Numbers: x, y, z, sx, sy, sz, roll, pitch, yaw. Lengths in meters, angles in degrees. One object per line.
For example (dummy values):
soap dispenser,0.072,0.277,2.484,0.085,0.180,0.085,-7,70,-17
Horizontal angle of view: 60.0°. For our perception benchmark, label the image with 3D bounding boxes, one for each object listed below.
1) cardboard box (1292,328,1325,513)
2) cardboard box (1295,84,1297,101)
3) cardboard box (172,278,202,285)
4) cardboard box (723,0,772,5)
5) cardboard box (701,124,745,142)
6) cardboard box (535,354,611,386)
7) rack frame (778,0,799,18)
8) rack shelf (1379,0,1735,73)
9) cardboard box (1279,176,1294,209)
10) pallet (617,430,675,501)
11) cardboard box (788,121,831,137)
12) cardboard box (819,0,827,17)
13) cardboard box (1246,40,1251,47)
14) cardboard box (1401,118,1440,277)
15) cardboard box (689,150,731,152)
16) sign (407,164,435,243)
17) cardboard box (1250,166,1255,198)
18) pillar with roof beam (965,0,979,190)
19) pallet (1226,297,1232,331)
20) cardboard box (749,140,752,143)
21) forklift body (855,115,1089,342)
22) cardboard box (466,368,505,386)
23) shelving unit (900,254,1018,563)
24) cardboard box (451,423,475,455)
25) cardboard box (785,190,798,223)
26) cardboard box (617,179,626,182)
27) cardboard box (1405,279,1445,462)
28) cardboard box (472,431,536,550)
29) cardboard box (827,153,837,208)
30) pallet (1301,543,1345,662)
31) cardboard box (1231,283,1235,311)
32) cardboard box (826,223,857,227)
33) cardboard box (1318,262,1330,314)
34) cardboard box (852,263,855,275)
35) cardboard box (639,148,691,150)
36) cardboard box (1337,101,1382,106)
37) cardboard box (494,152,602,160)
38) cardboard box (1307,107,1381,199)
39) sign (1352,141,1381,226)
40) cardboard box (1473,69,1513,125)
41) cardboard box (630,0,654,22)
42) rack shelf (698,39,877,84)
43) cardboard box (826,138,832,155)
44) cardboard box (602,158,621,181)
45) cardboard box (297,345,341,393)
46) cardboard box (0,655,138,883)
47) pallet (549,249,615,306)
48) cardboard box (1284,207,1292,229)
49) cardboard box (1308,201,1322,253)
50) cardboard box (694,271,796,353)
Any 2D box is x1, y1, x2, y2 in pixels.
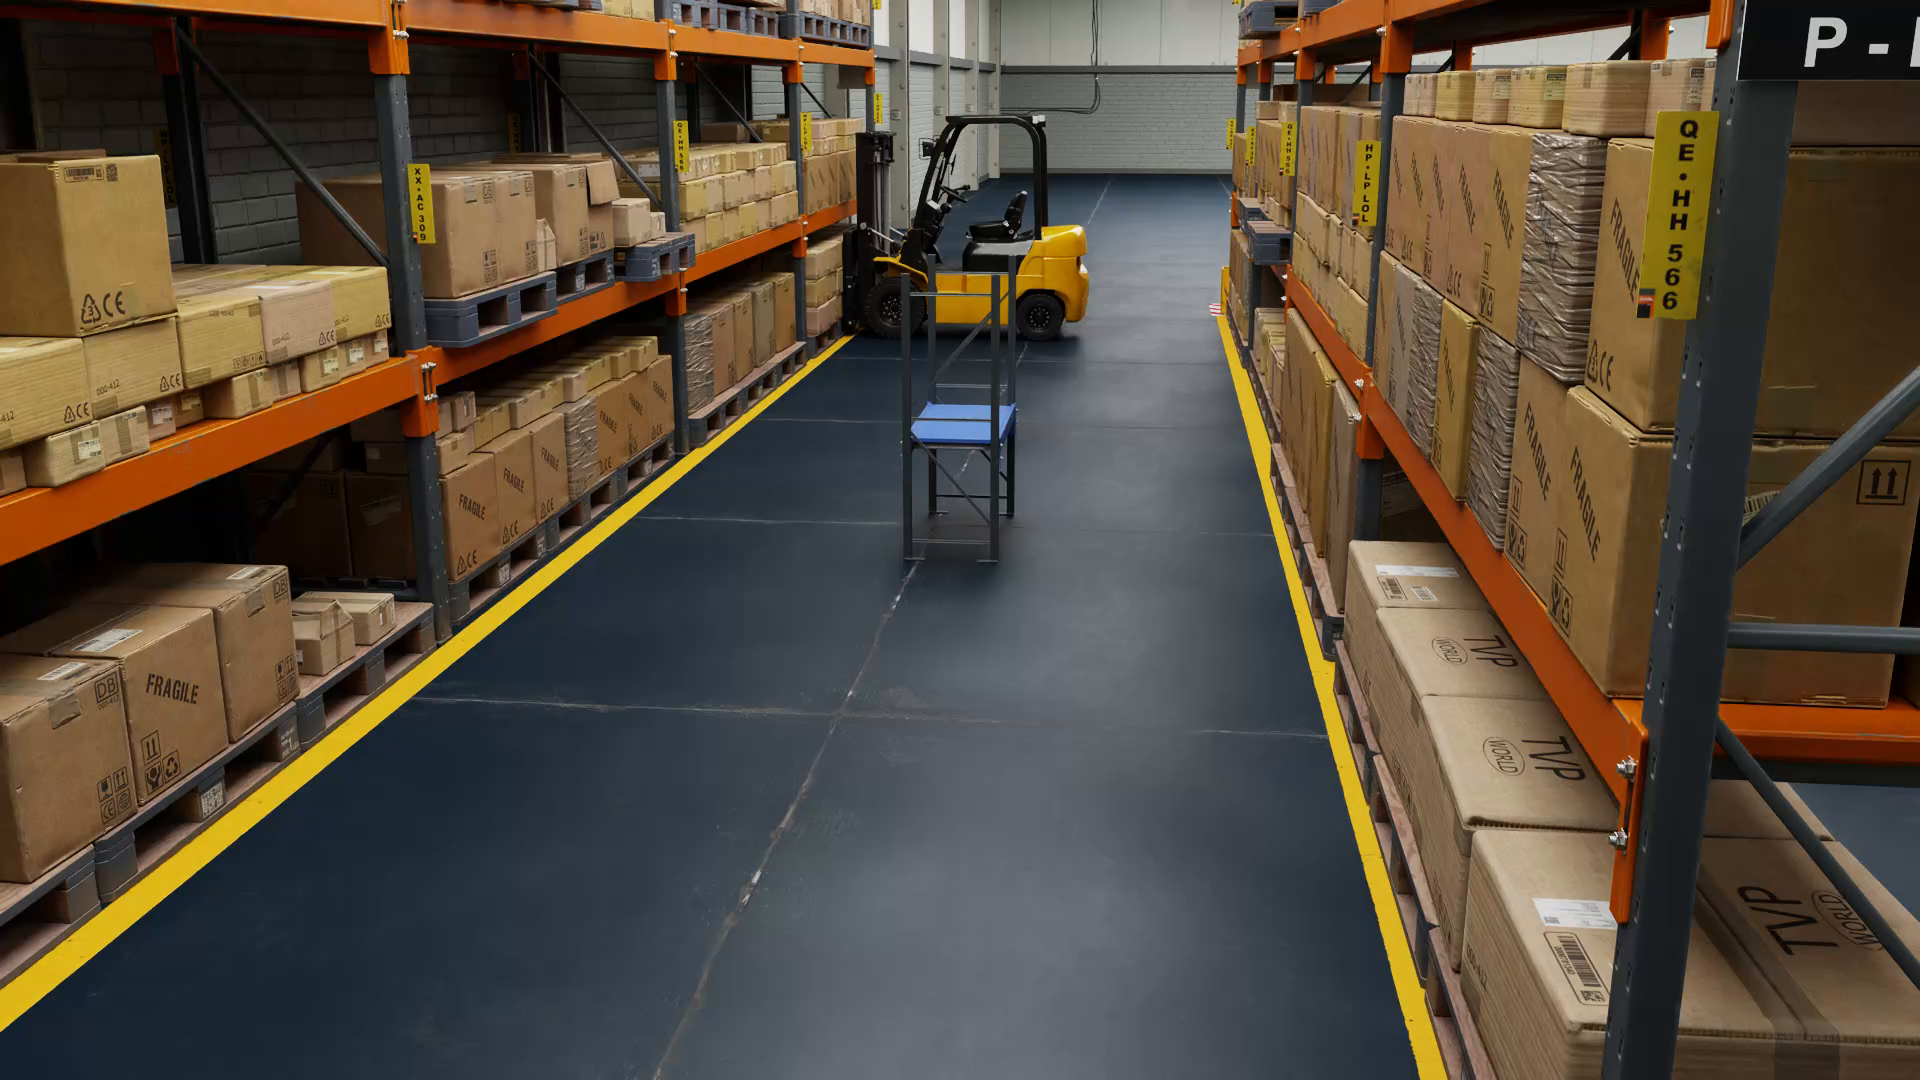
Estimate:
cardboard box,2.319,-0.665,9.142,0.875,0.875,0.875,2,15,7
cardboard box,3.380,-3.848,14.969,0.700,0.500,0.500,2,15,7
cardboard box,-3.173,-0.824,6.182,0.500,0.250,0.500,2,15,6
cardboard box,-1.719,-4.362,13.288,0.380,0.149,0.250,2,15,6
cardboard box,-2.161,-3.676,15.005,0.380,0.149,0.250,2,15,6
cardboard box,-2.300,-1.009,9.890,0.380,0.149,0.250,2,15,8
rack frame,-1.897,-5.975,14.019,1.000,3.000,0.127,2,15,6
rack shelf,1.907,-1.441,4.376,1.077,0.370,4.000,2,15,6
cardboard box,2.360,-2.417,10.788,0.500,0.500,0.500,1,15,5
pallet,-2.470,-0.503,10.617,1.003,0.211,1.213,2,15,6
cardboard box,-1.489,-4.059,16.424,0.380,0.149,0.250,2,15,6
cardboard box,-1.457,-4.963,15.510,0.380,0.149,0.250,2,15,8
cardboard box,2.985,-4.886,16.220,0.380,0.149,0.250,2,15,7
cardboard box,1.776,-1.143,5.534,0.500,0.500,0.500,1,15,6
cardboard box,-1.951,-2.882,12.640,0.380,0.149,0.250,2,15,6
sign,-2.259,-1.408,6.964,0.100,0.325,0.005,2,15,6
cardboard box,2.839,-3.248,14.666,0.500,0.500,0.500,1,15,5
pillar with roof beam,4.566,-12.956,39.837,9.100,9.000,0.400,2,15,6
pallet,3.352,-2.396,17.617,1.003,0.211,1.213,2,15,6
cardboard box,-2.122,-3.597,15.285,0.380,0.149,0.250,1,15,5
forklift body,0.154,-3.161,16.732,2.313,2.155,1.214,2,15,6
cardboard box,-2.809,-0.888,9.440,0.380,0.149,0.250,2,15,7
shelving unit,0.010,-0.746,9.048,0.538,1.500,1.048,2,15,6
cardboard box,-2.540,-0.473,7.905,0.380,0.149,0.250,1,15,5
cardboard box,-1.693,-2.868,14.310,0.500,0.250,0.500,2,15,8
cardboard box,-2.573,-2.335,11.381,0.500,0.250,0.500,2,15,8
cardboard box,1.697,-0.534,5.198,0.500,0.500,0.500,2,15,7
cardboard box,-2.471,-0.257,8.351,0.500,0.500,0.500,1,15,6
cardboard box,-1.489,-3.502,16.173,0.500,0.500,0.500,2,15,6
pallet,2.145,0.285,7.704,1.003,0.211,1.213,2,15,6
cardboard box,3.056,-2.513,17.173,0.500,0.250,0.500,2,15,8
cardboard box,-1.187,-3.346,18.337,0.500,0.250,0.500,2,15,8
cardboard box,2.122,-1.307,8.535,0.500,0.250,0.500,2,15,6
cardboard box,-1.354,-2.704,16.920,0.500,0.250,0.500,2,15,6
cardboard box,-2.346,-3.026,13.173,0.380,0.149,0.250,2,15,6
cardboard box,3.143,-3.336,12.944,0.380,0.149,0.250,1,15,5
cardboard box,-2.561,-2.164,10.421,0.500,0.500,0.500,2,15,9
cardboard box,2.240,-2.178,9.362,0.500,0.500,0.500,2,15,6
sign,1.593,-1.393,6.501,0.100,0.325,0.005,2,15,6
cardboard box,1.649,-1.234,4.630,0.380,0.149,0.250,2,15,6
cardboard box,-2.165,-3.277,10.075,0.500,0.250,0.500,1,15,4
rack shelf,-1.671,-4.698,16.423,1.077,0.370,4.000,2,15,6
cardboard box,-1.437,-3.781,15.963,0.380,0.149,0.250,2,15,6
cardboard box,-2.512,-2.493,11.202,0.380,0.149,0.250,2,15,8
cardboard box,-2.597,-0.656,6.324,0.380,0.149,0.250,2,15,8
cardboard box,-2.952,0.661,4.956,0.700,0.500,0.500,2,15,9
pallet,-2.563,-1.444,9.125,1.003,0.211,1.213,2,15,6
cardboard box,2.346,-2.141,11.011,0.380,0.149,0.250,2,15,7
cardboard box,2.154,-1.678,8.951,0.500,0.250,0.500,2,15,6
cardboard box,-1.944,-2.000,14.556,0.875,0.625,0.625,2,15,9
